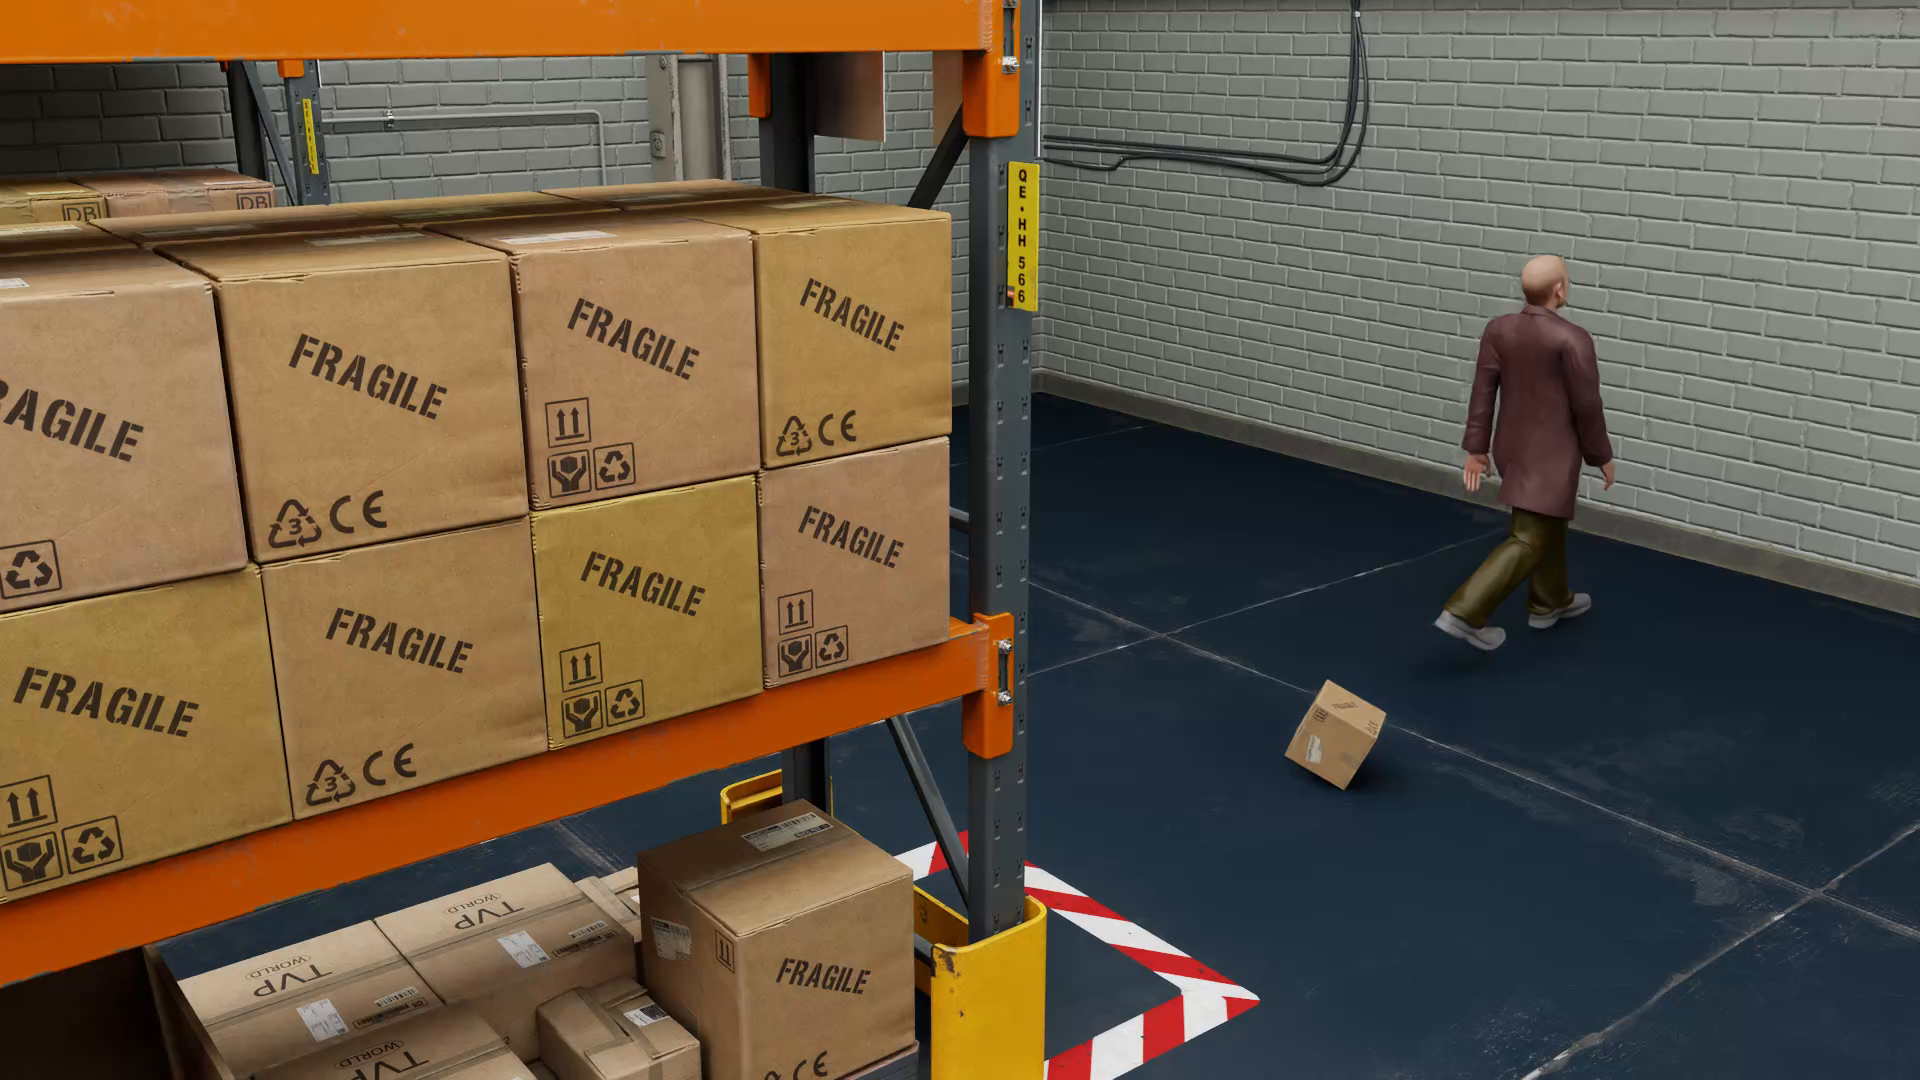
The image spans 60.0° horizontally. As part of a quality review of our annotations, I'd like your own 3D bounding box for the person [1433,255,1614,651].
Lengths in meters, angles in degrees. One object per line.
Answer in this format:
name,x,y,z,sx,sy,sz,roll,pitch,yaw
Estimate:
person,2.514,-0.367,7.263,1.101,1.715,0.580,-9,19,-26
